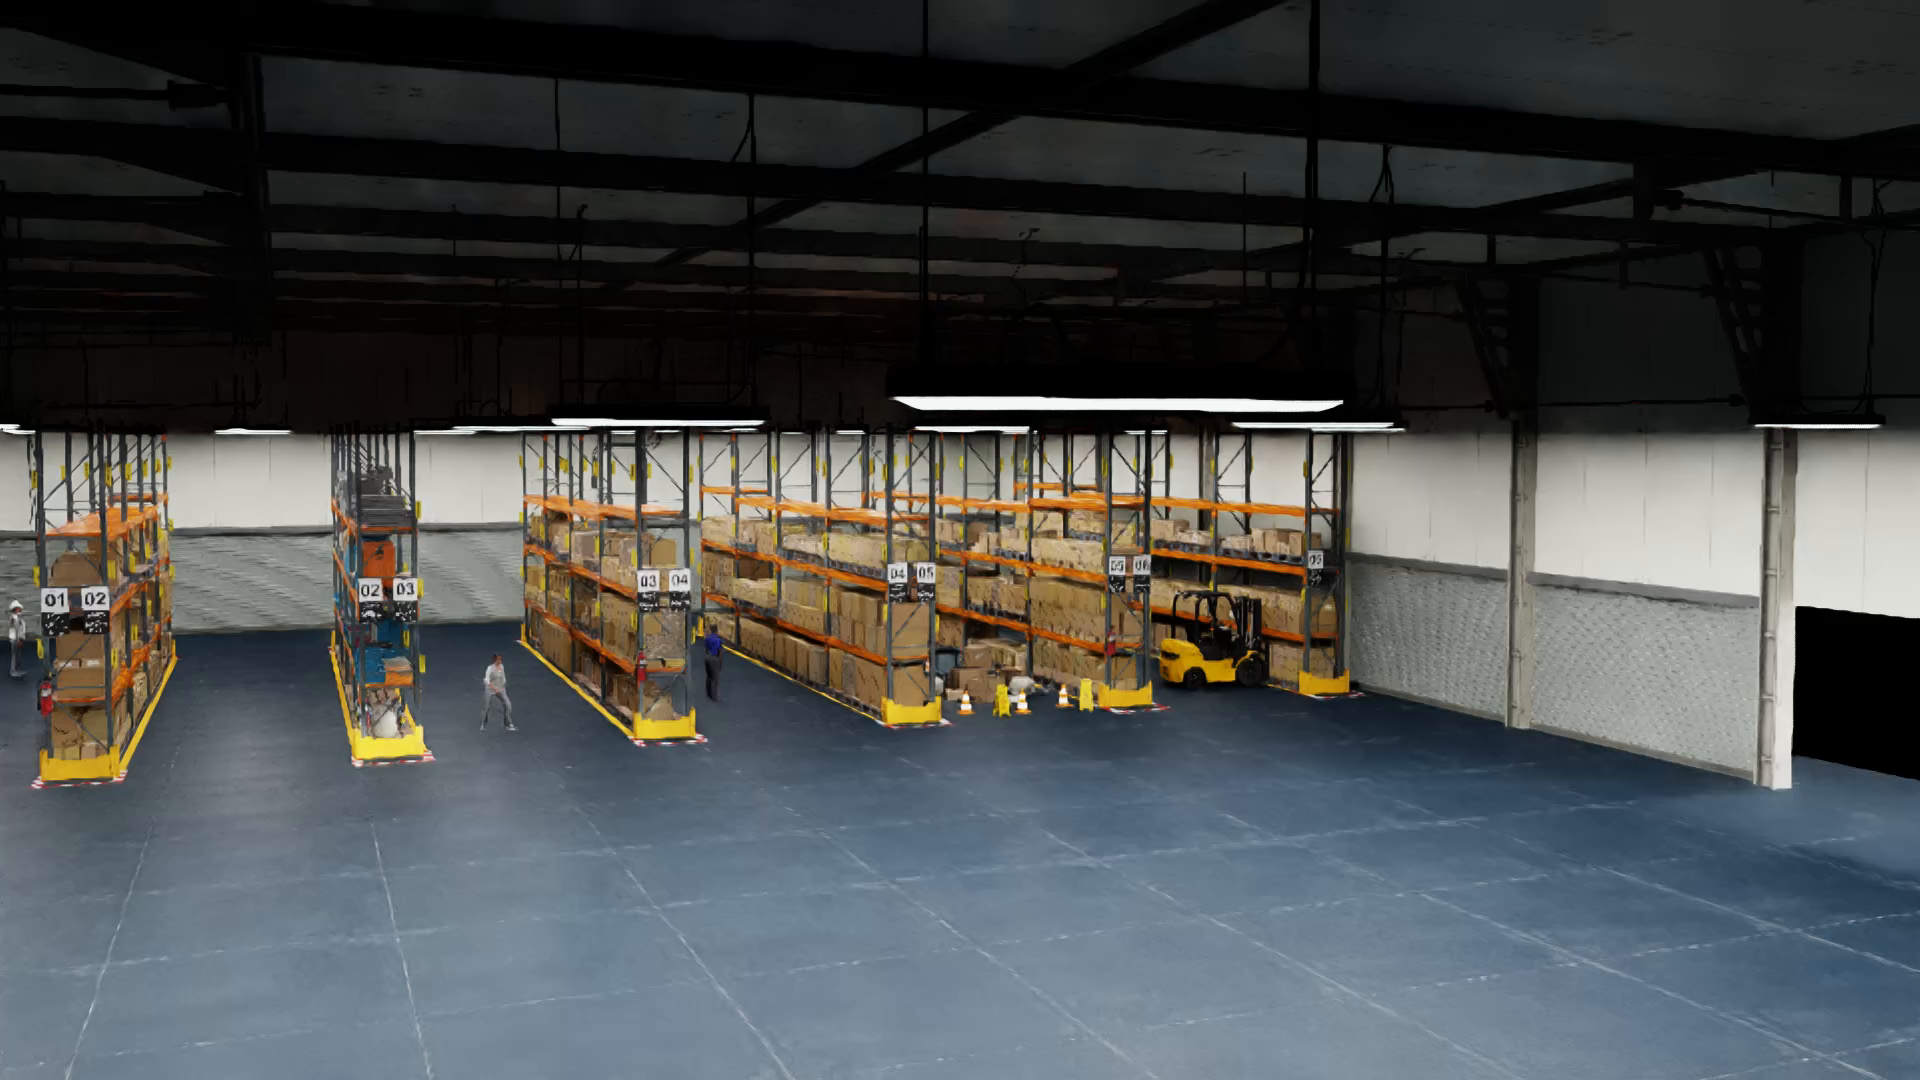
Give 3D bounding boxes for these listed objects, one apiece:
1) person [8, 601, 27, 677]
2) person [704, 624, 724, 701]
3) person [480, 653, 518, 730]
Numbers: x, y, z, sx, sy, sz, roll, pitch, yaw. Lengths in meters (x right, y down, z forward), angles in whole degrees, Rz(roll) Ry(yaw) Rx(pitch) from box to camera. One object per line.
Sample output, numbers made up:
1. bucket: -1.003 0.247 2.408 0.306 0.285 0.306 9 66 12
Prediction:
1. person: -22.467 2.341 39.643 0.391 1.771 0.624 -3 4 -35
2. person: -5.295 2.634 35.949 0.551 1.666 0.440 3 5 41
3. person: -9.003 2.932 32.243 0.572 1.533 0.755 -3 5 -43
